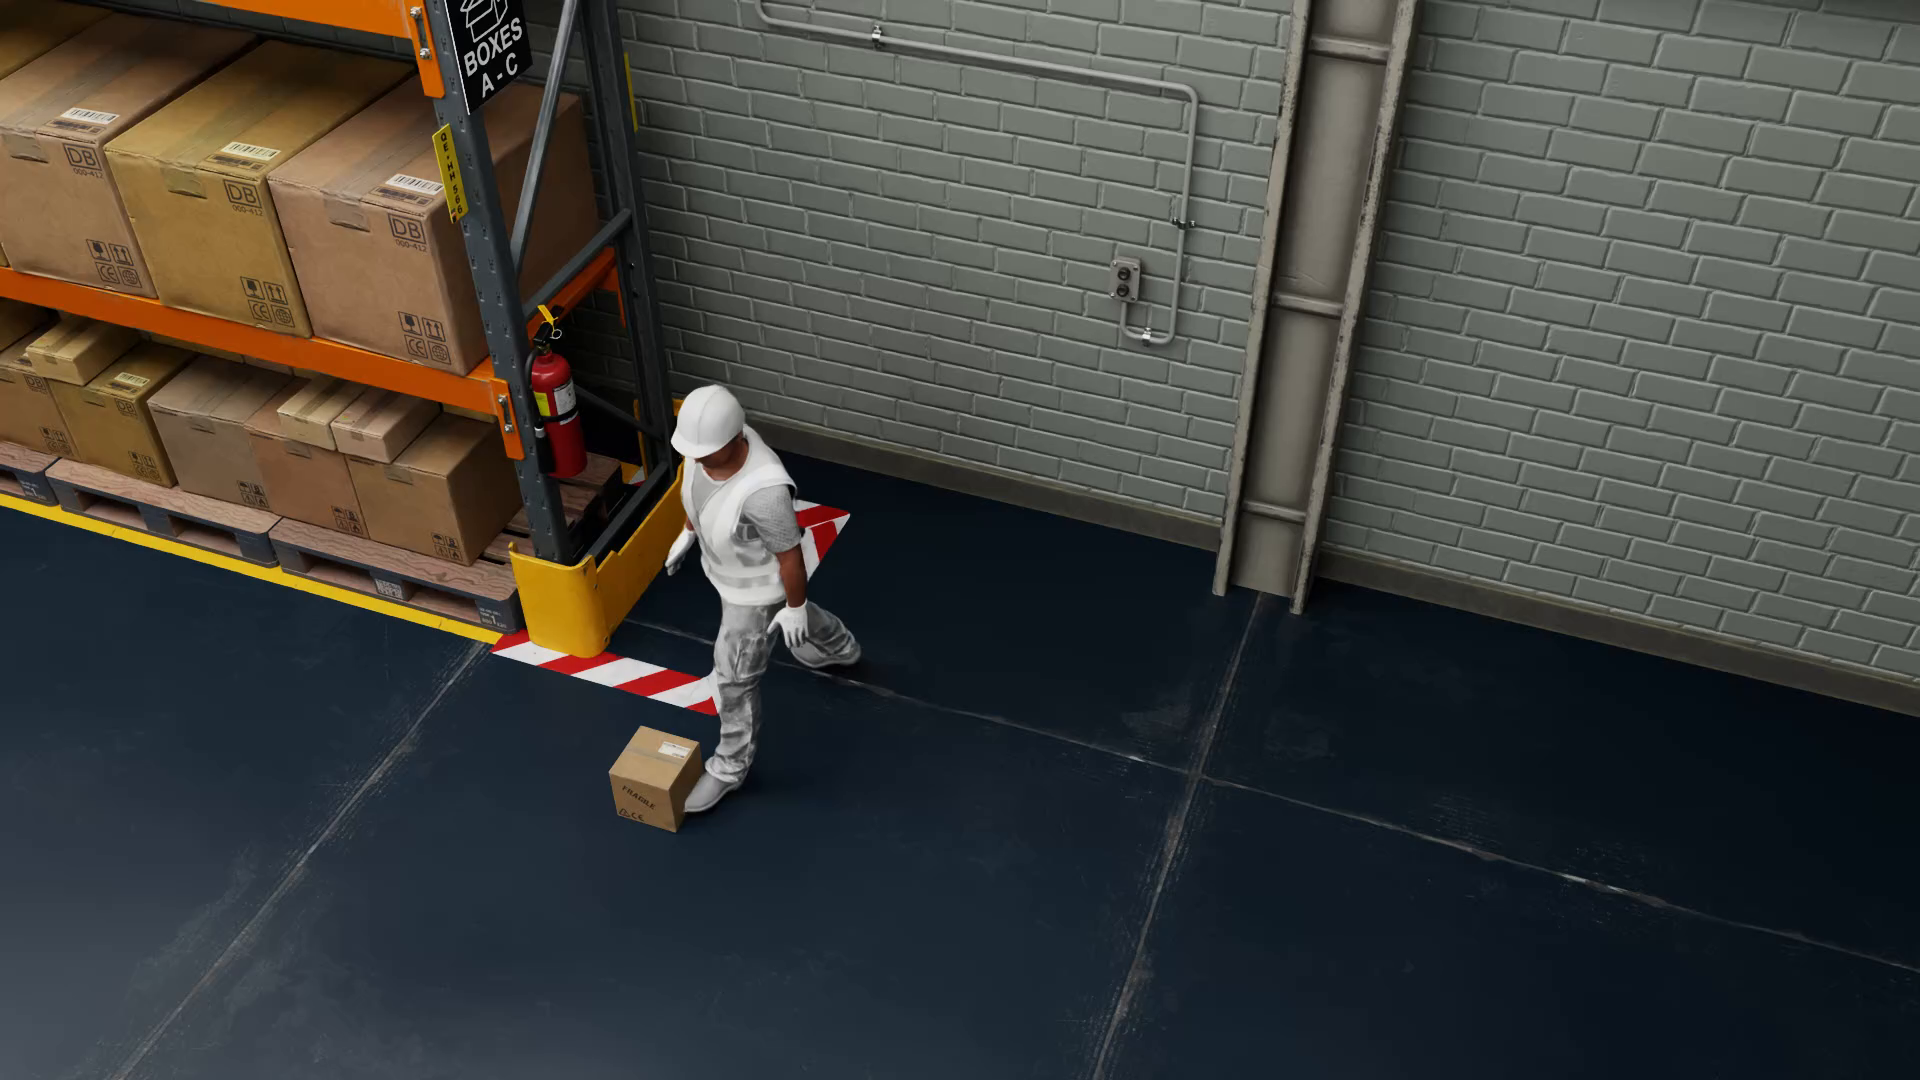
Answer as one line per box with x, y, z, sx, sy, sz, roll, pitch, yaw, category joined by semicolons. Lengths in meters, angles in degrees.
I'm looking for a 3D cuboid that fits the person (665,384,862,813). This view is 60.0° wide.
-0.758;0.101;6.032;0.954;1.754;0.622;-20;45;-22;person
